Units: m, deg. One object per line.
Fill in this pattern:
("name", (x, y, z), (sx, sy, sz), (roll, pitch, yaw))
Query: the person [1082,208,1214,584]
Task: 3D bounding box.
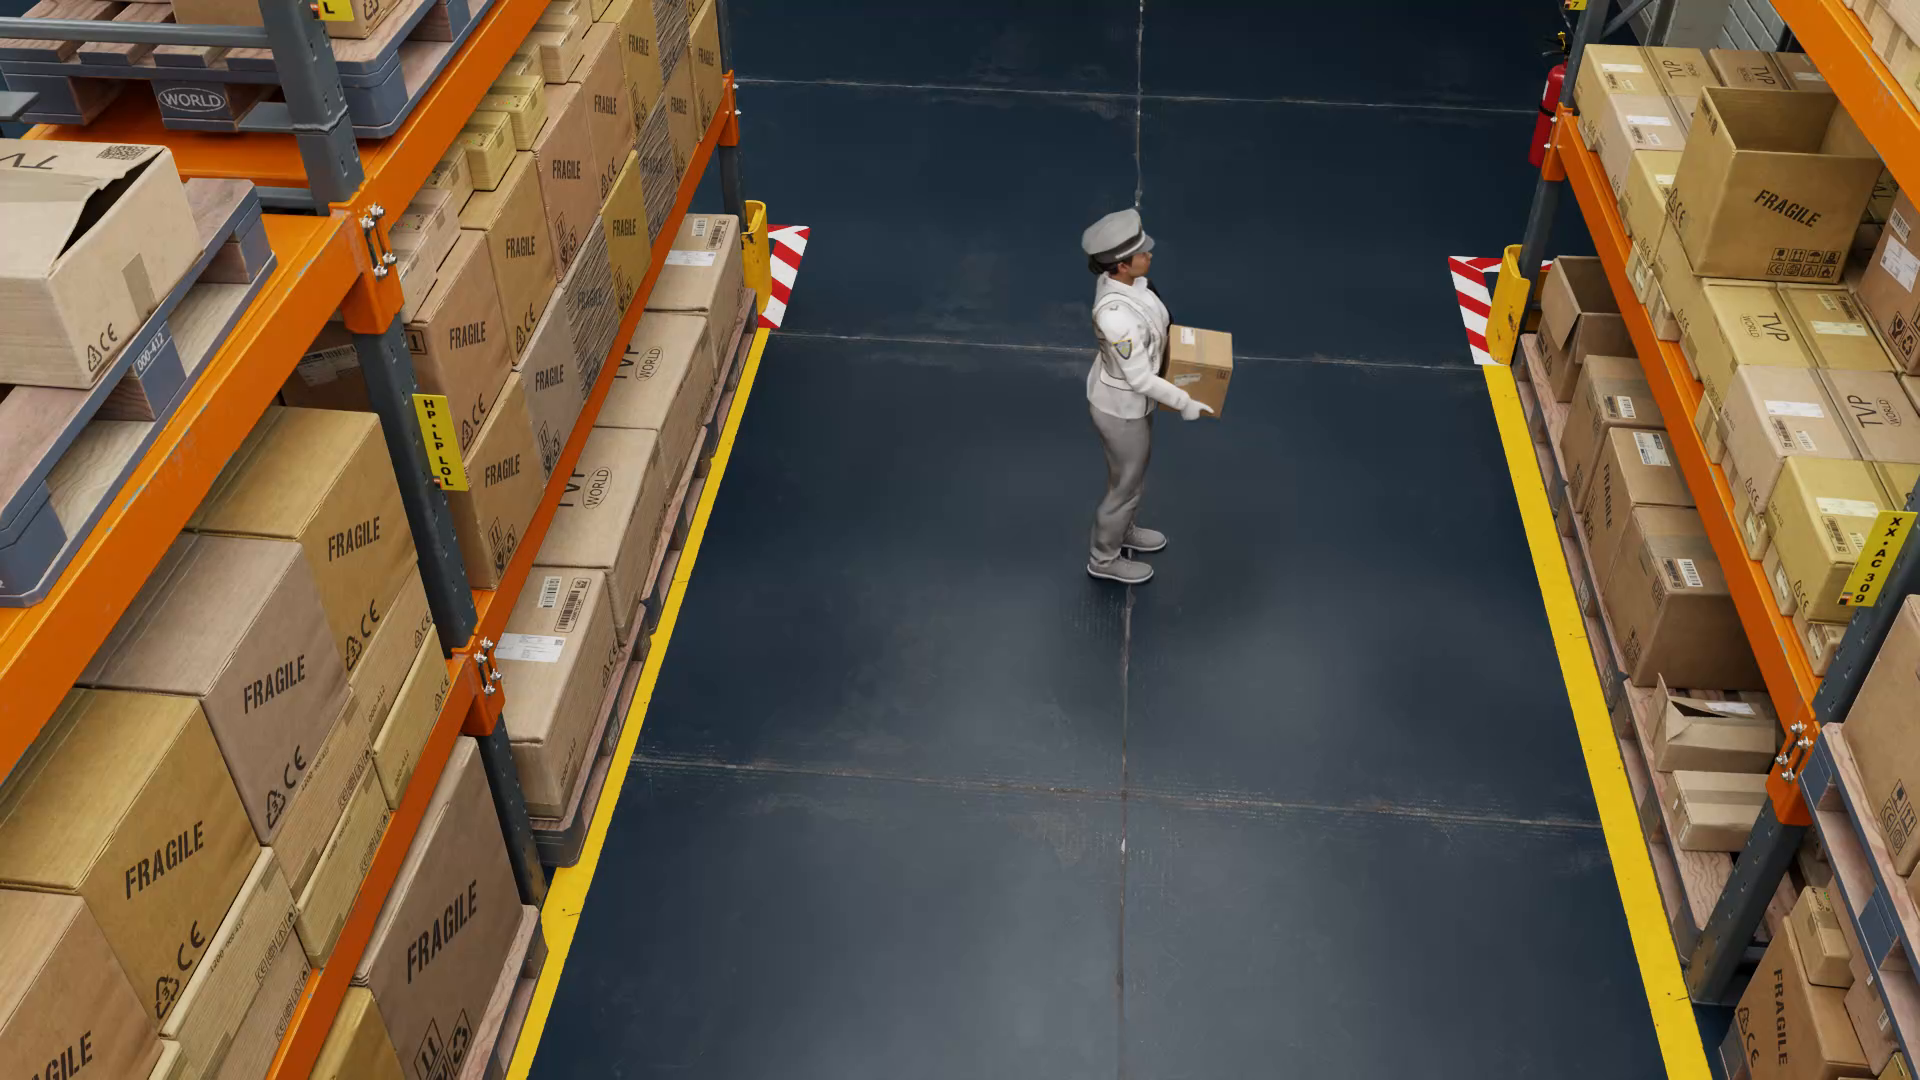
("person", (0.745, -0.567, 6.806), (0.563, 1.686, 0.459), (4, 40, 4))
